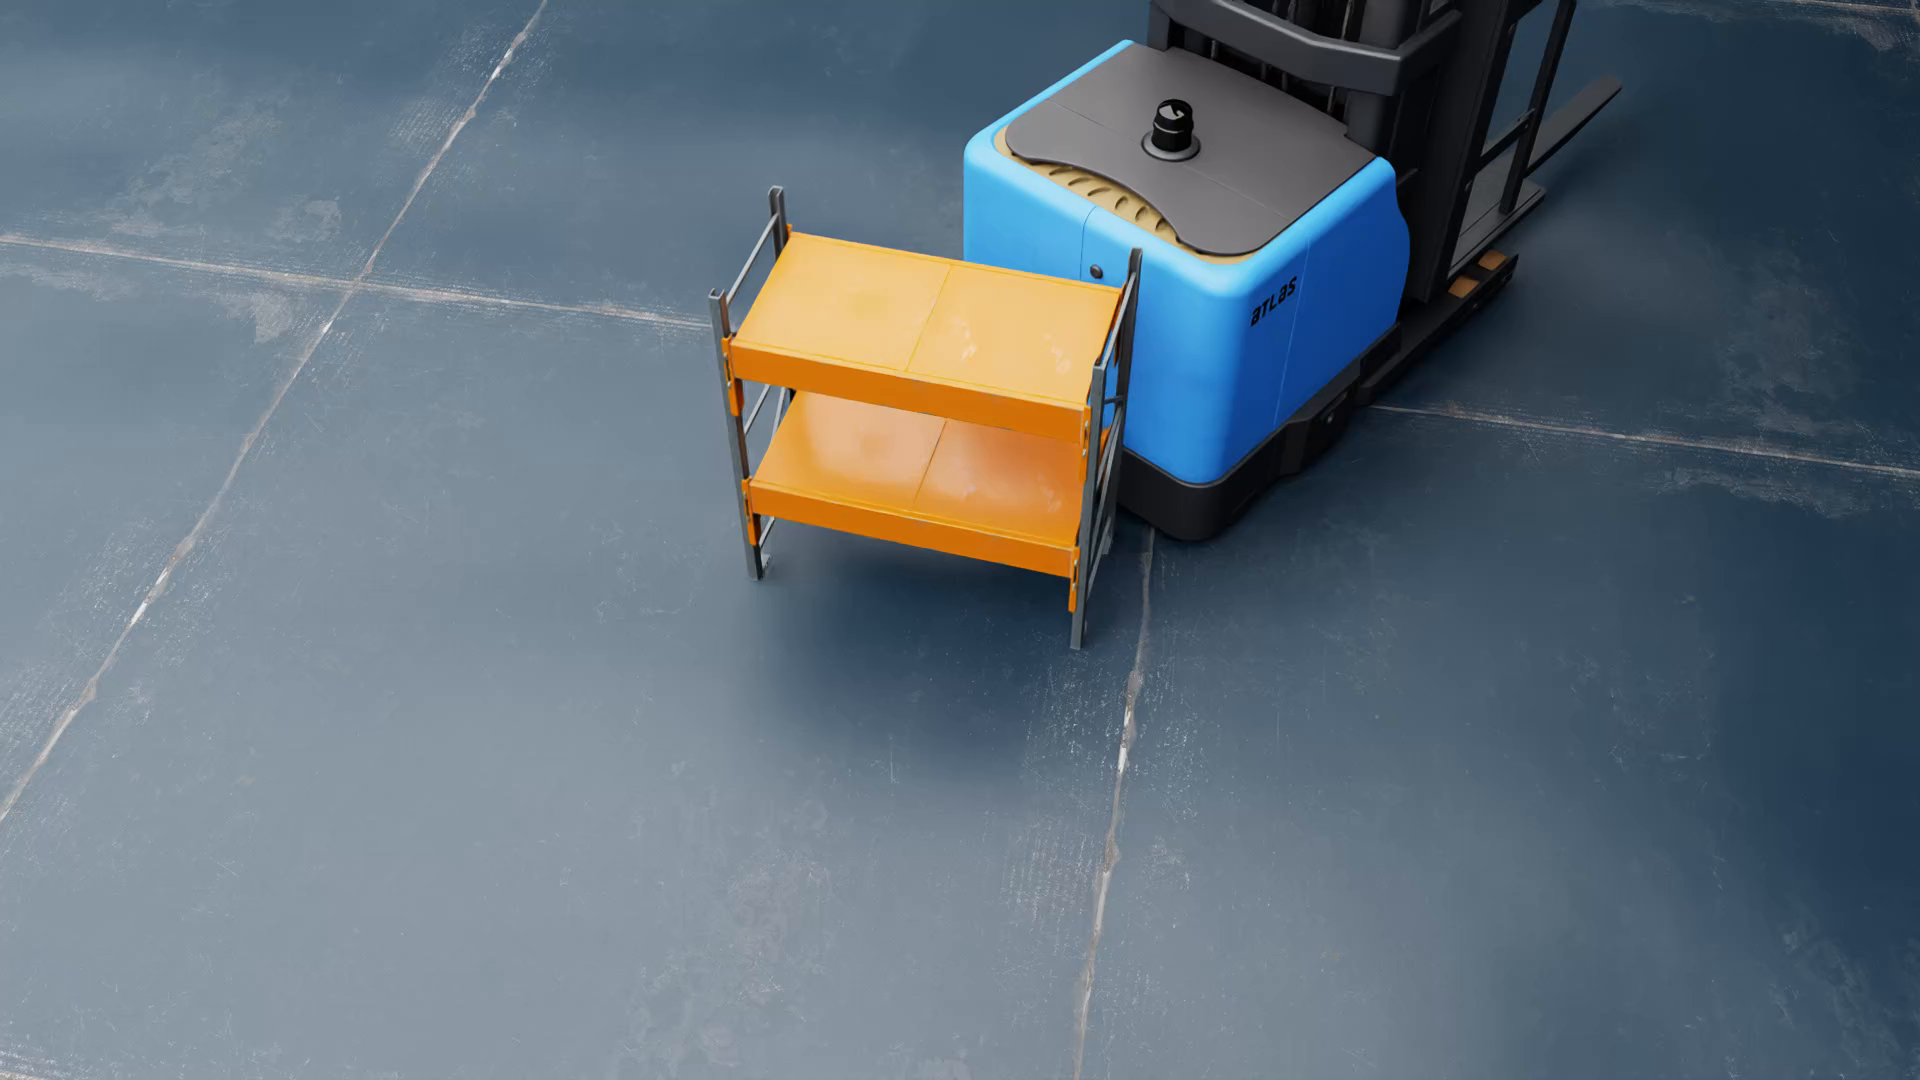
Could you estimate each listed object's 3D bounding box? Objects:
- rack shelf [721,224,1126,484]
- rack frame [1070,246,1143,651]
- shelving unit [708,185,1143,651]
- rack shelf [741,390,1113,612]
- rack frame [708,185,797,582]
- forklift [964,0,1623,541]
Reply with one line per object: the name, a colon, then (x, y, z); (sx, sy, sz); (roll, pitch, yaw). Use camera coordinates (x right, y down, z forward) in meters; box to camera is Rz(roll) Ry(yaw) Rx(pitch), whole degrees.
rack shelf: (-0.081, -0.524, 4.571); (1.000, 0.278, 0.538); (12, 49, 10)
rack frame: (0.409, -0.228, 4.699); (0.032, 1.125, 0.500); (12, 49, 10)
shelving unit: (-0.081, -0.328, 4.788); (1.048, 1.125, 0.538); (12, 49, 10)
rack shelf: (-0.081, -0.165, 4.970); (1.000, 0.278, 0.538); (12, 49, 10)
rack frame: (-0.571, -0.428, 4.878); (0.032, 1.125, 0.500); (12, 49, 10)
forklift: (1.361, -1.990, 5.068); (1.130, 2.935, 3.031); (34, 56, 27)
